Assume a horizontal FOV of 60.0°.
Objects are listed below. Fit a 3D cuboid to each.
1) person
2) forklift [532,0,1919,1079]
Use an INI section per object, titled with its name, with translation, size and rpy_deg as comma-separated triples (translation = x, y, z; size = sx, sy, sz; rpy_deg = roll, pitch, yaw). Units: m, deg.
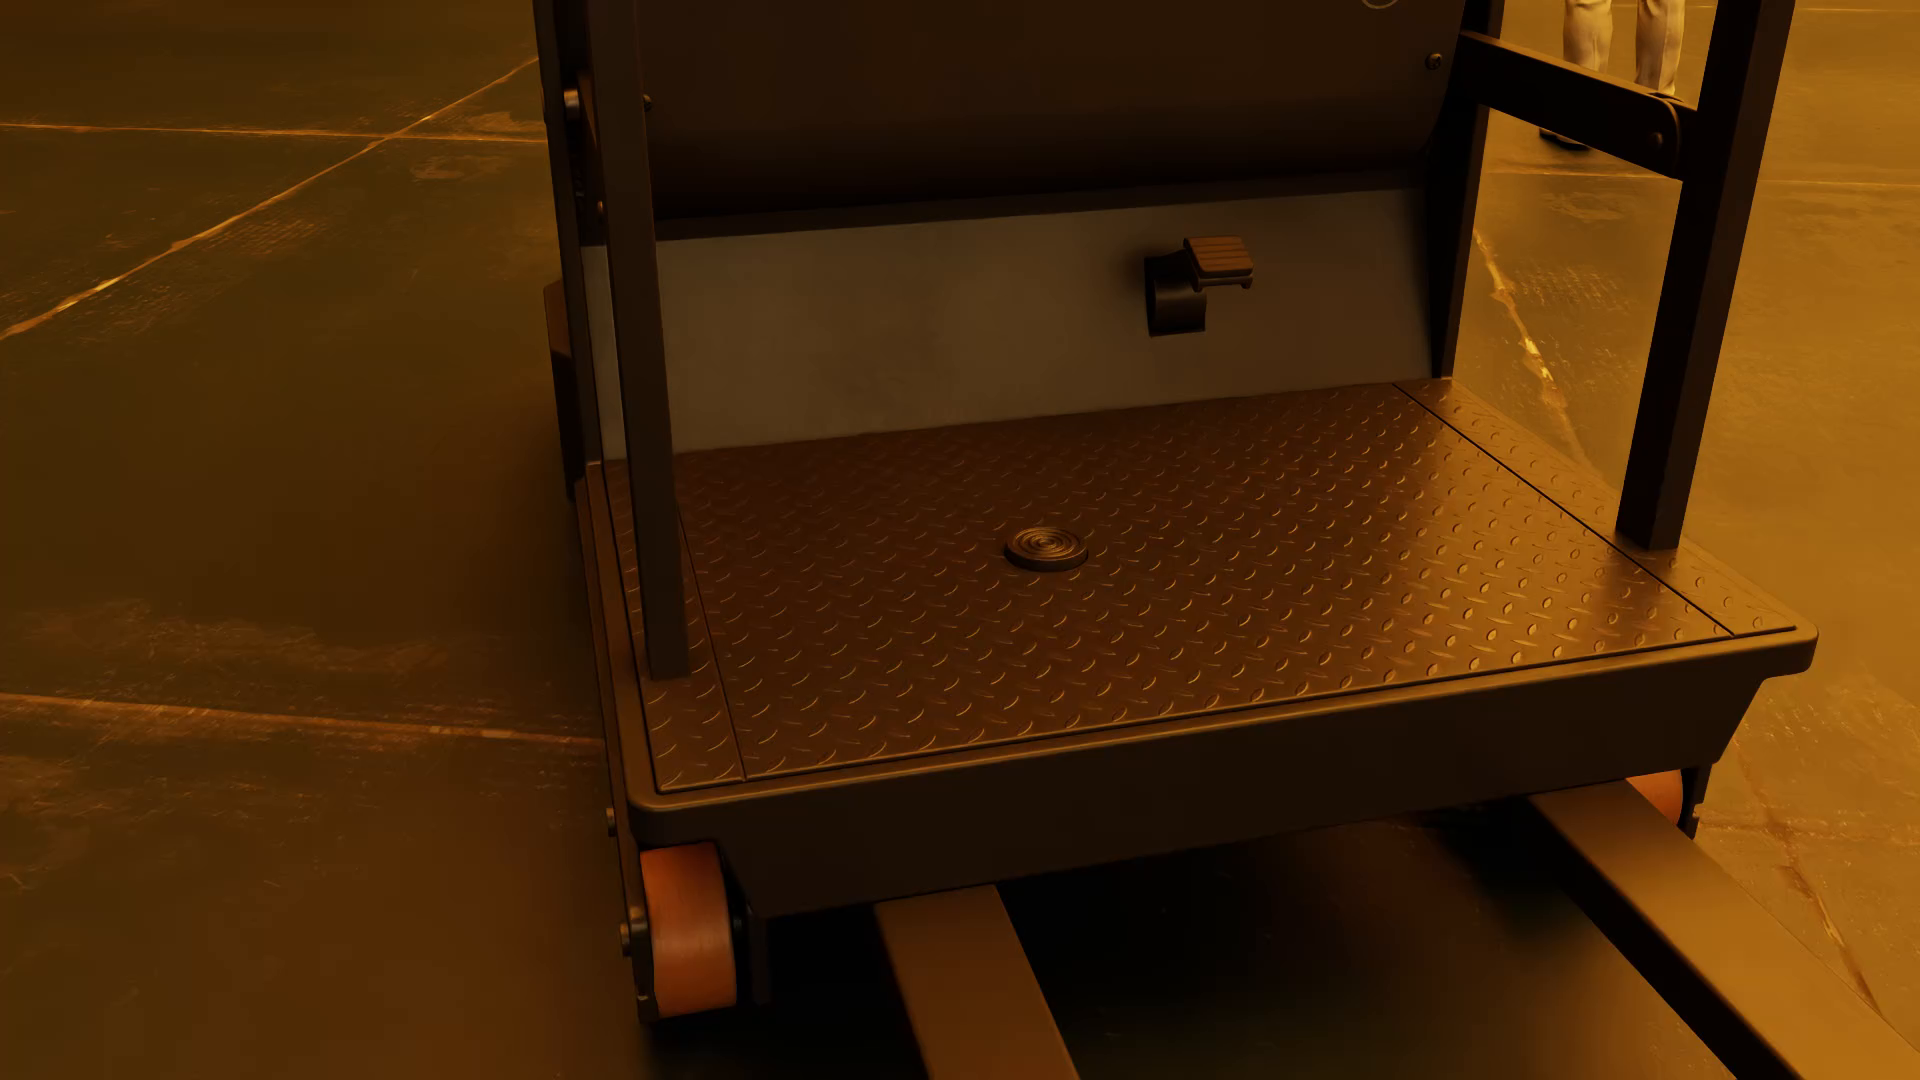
[person]
translation = 1.783, -1.917, 4.430
size = 0.587, 1.694, 0.531
rpy_deg = 4, 27, 9
[forklift]
translation = 0.153, -1.049, 1.319
size = 1.130, 2.935, 3.031
rpy_deg = -7, 27, -13
